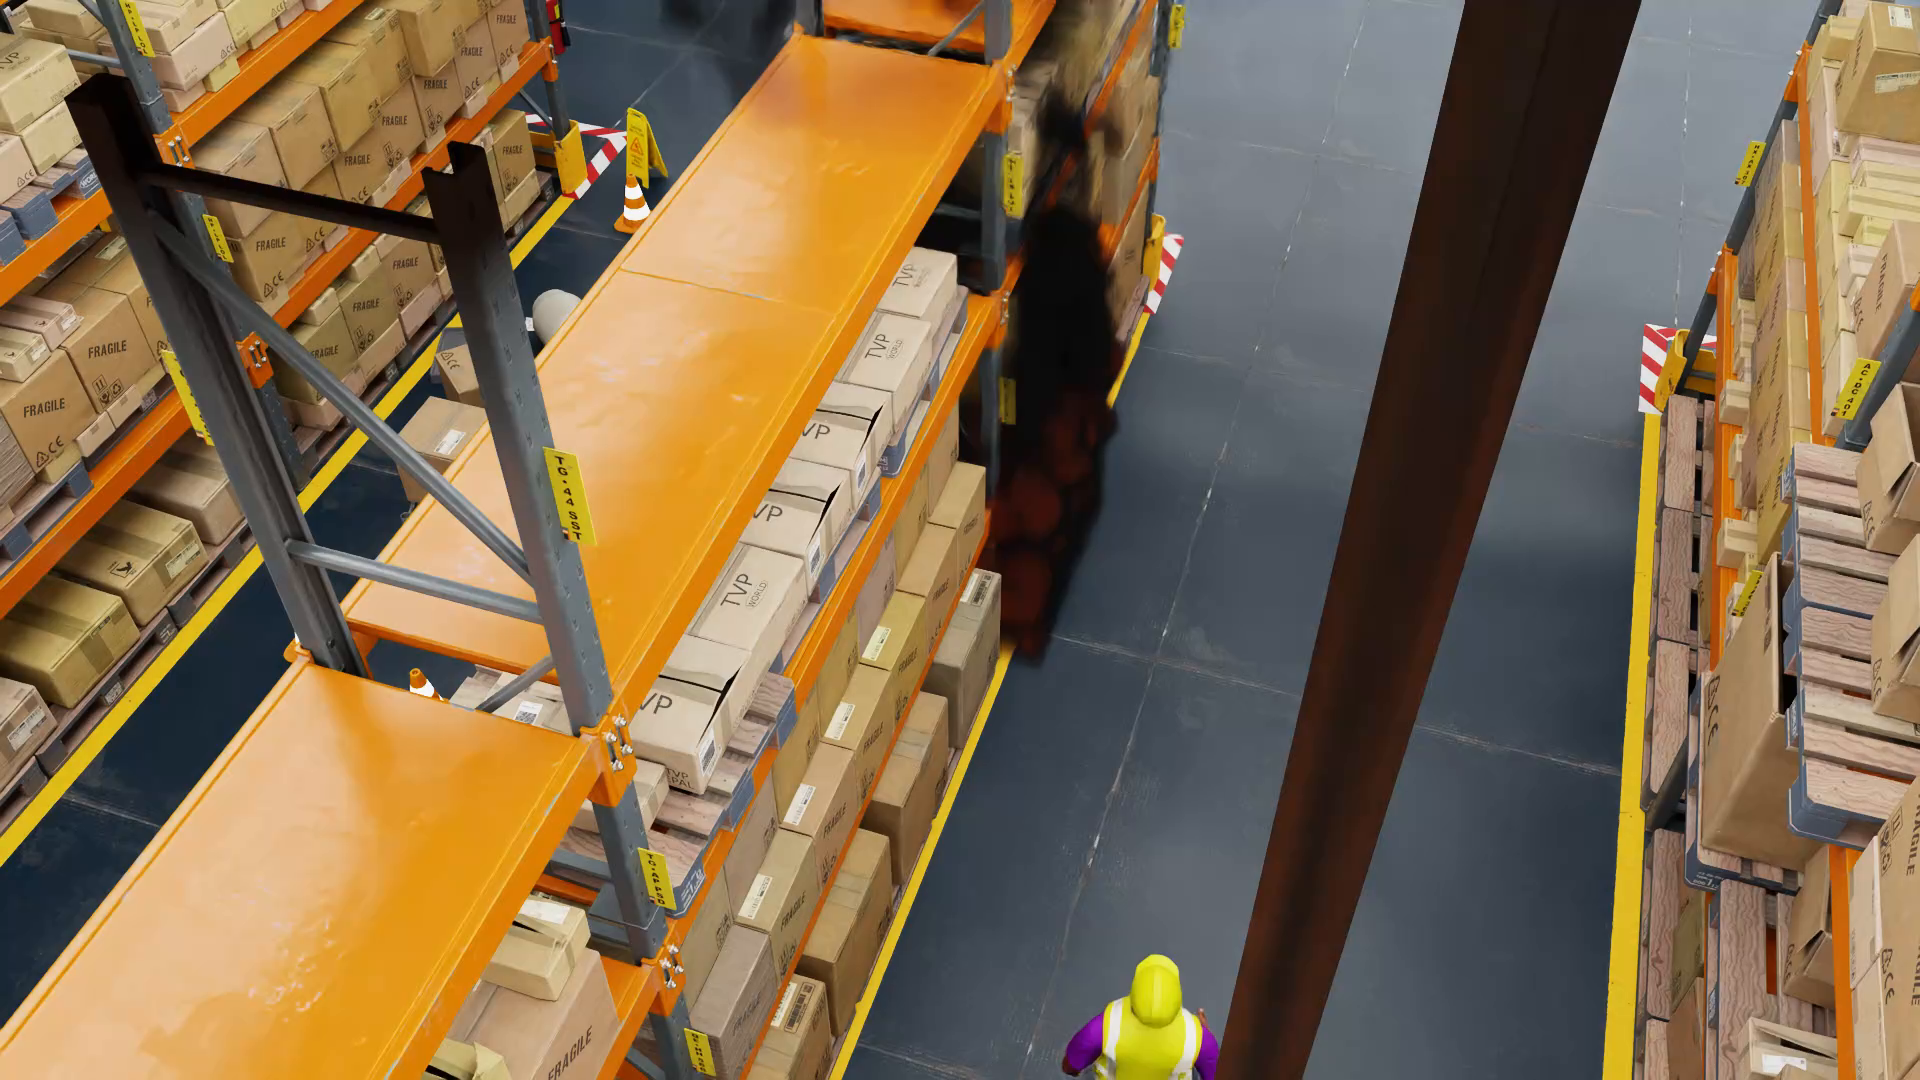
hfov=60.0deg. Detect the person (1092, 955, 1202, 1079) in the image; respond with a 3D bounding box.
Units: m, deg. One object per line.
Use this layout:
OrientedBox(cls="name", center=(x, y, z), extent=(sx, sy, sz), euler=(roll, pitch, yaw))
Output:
OrientedBox(cls="person", center=(-4.289, -0.828, 10.500), extent=(11.873, 1.969, 7.905), euler=(6, 46, 6))
